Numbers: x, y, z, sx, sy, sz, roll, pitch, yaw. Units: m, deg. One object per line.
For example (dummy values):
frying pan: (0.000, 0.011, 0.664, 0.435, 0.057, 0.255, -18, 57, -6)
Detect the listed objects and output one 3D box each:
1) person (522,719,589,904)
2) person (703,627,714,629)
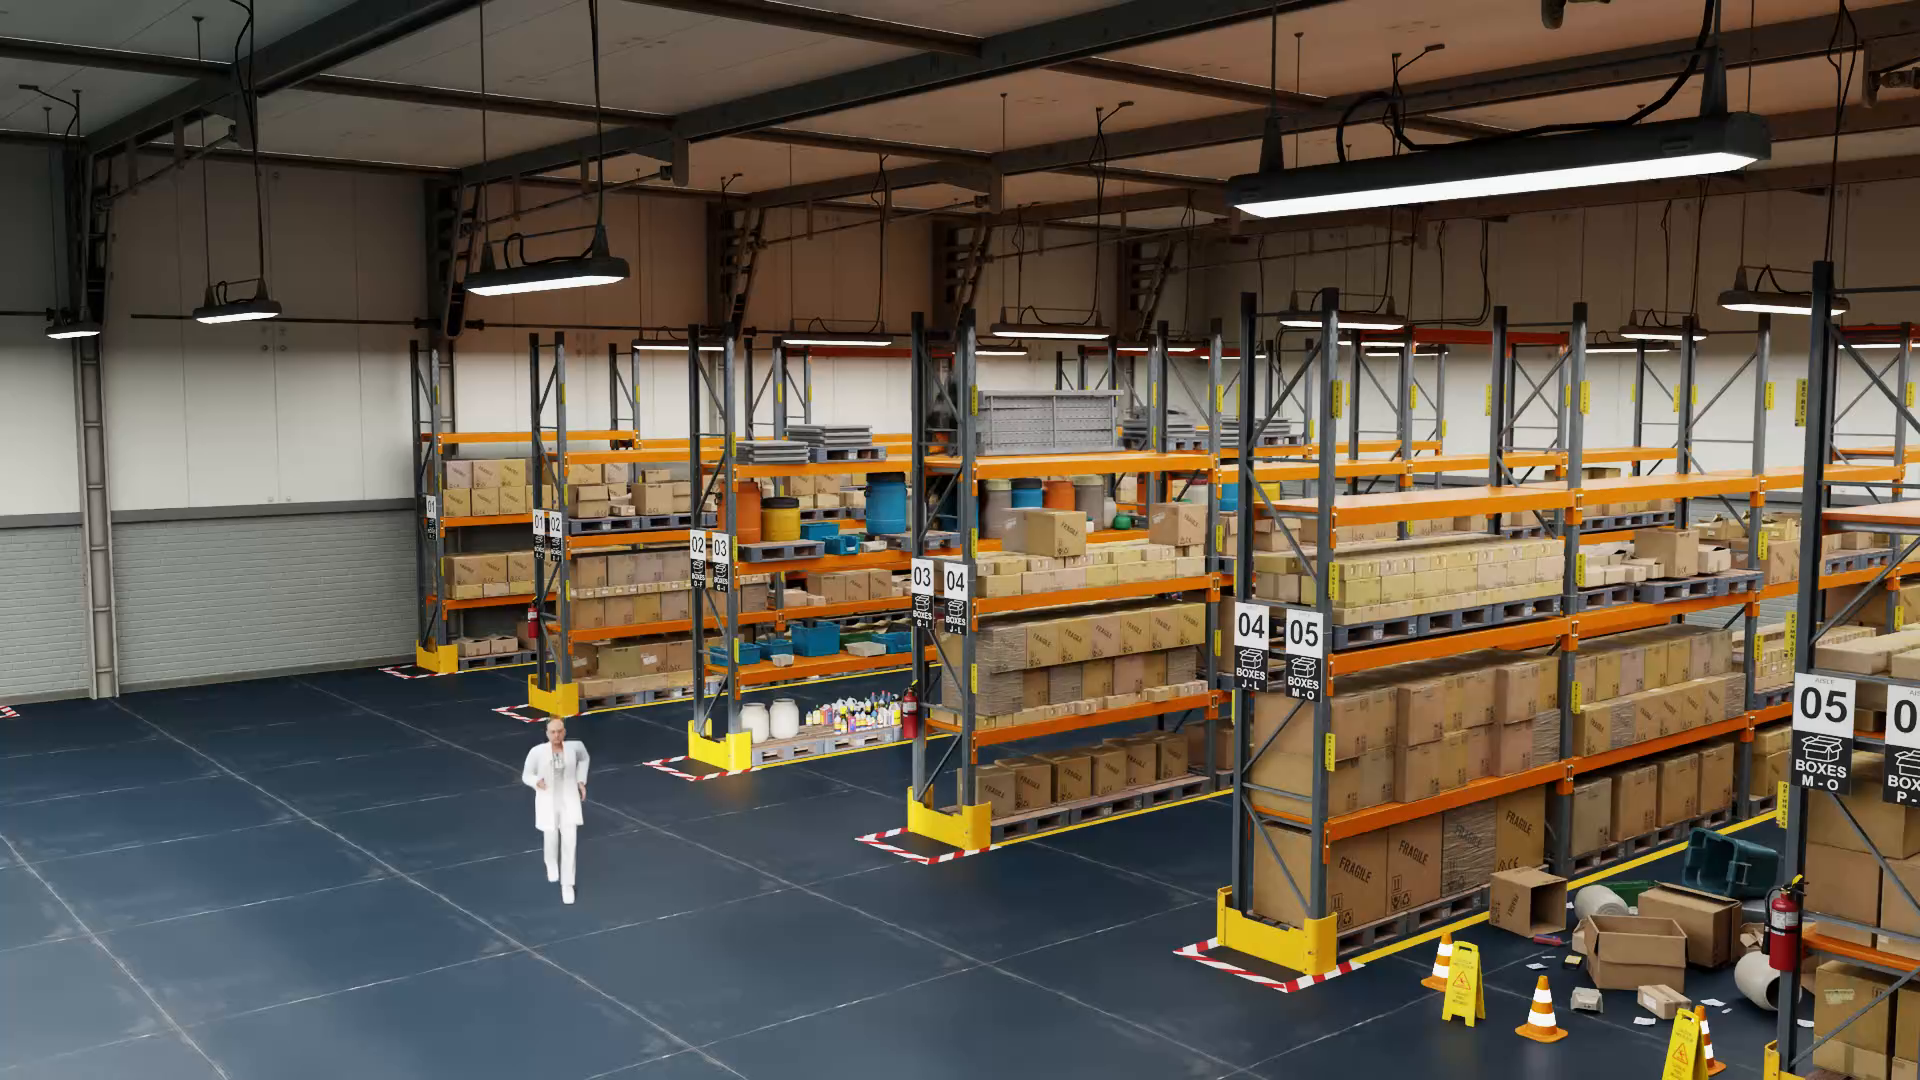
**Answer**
person: (-4.104, 2.697, 16.945, 0.673, 1.790, 1.041, -1, 5, -15)
person: (-4.553, 1.440, 30.940, 0.662, 1.739, 0.599, 5, 7, 42)
